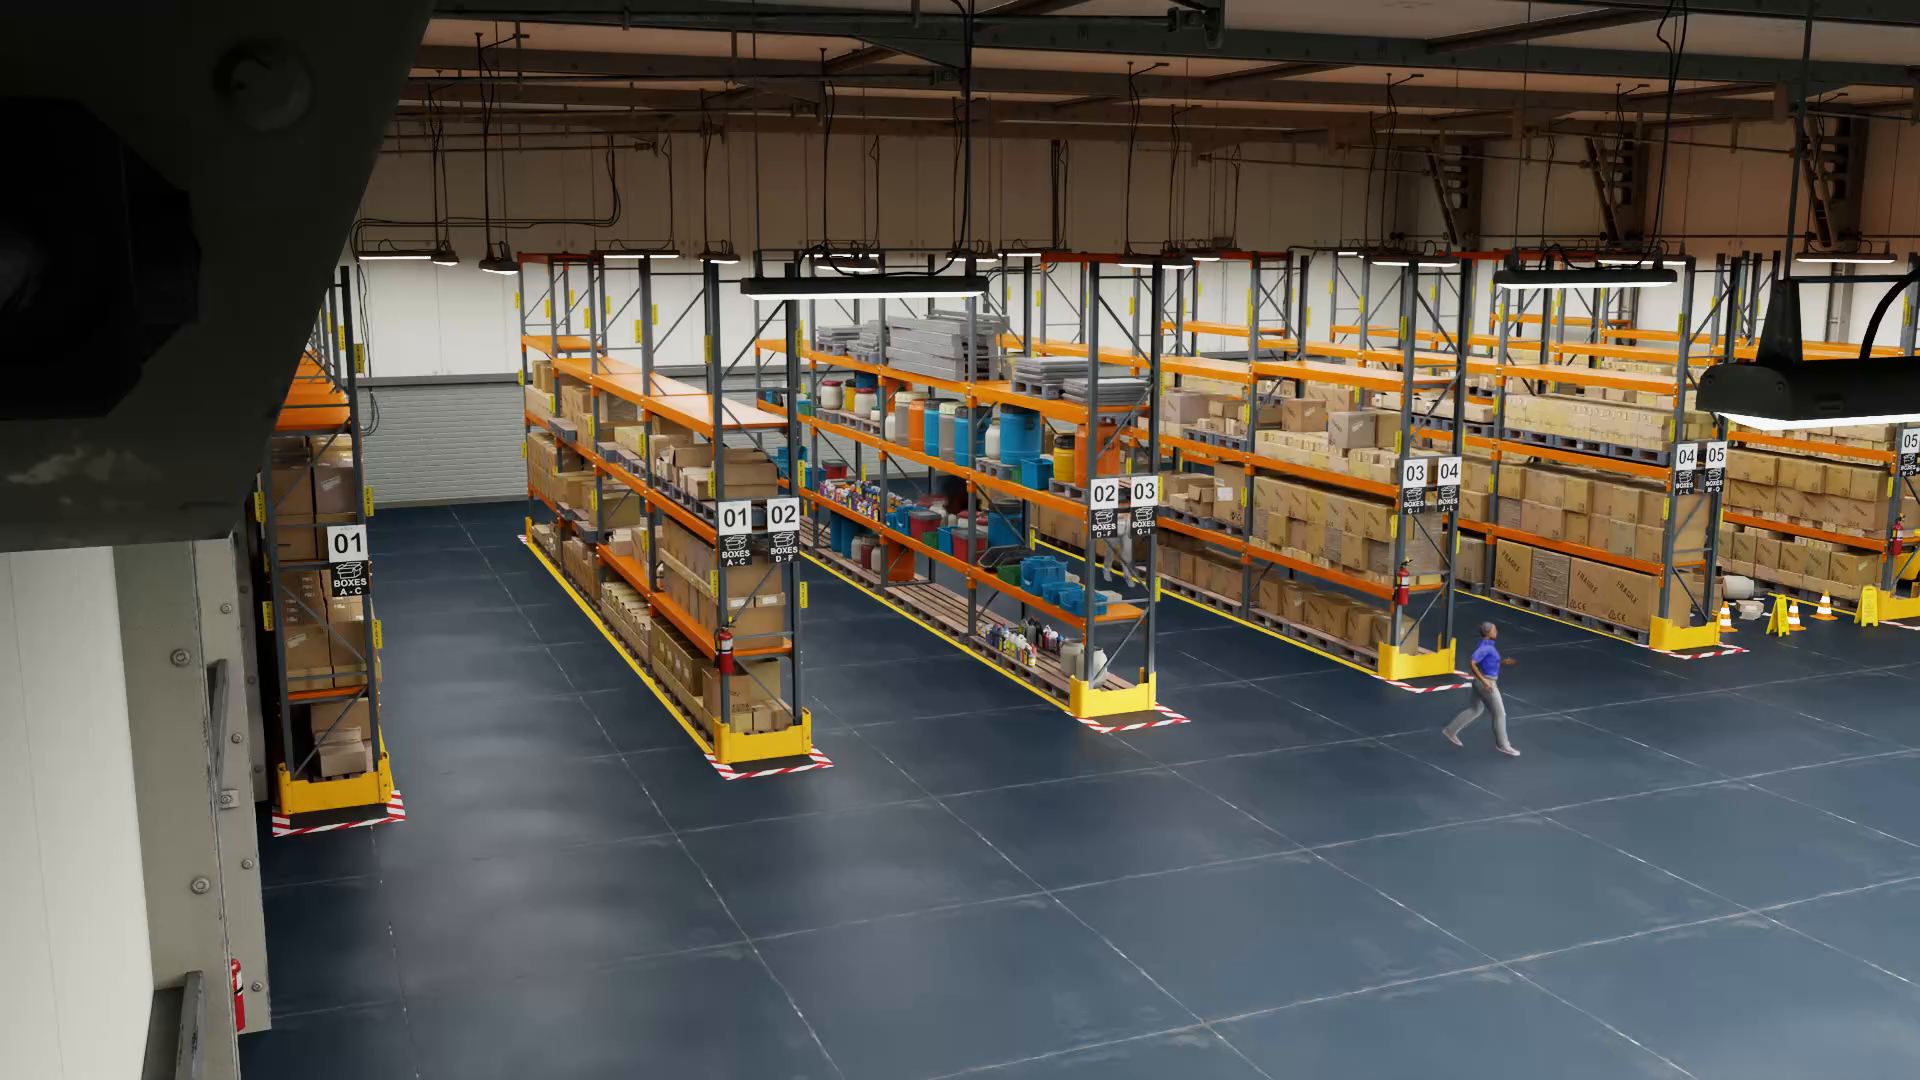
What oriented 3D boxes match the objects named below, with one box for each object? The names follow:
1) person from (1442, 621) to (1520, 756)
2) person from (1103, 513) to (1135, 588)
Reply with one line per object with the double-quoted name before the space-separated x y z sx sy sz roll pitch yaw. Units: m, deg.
"person" 6.461 1.809 20.439 0.897 1.658 0.570 1 10 6
"person" 2.785 -0.128 29.160 0.664 1.860 0.801 -5 11 -23
